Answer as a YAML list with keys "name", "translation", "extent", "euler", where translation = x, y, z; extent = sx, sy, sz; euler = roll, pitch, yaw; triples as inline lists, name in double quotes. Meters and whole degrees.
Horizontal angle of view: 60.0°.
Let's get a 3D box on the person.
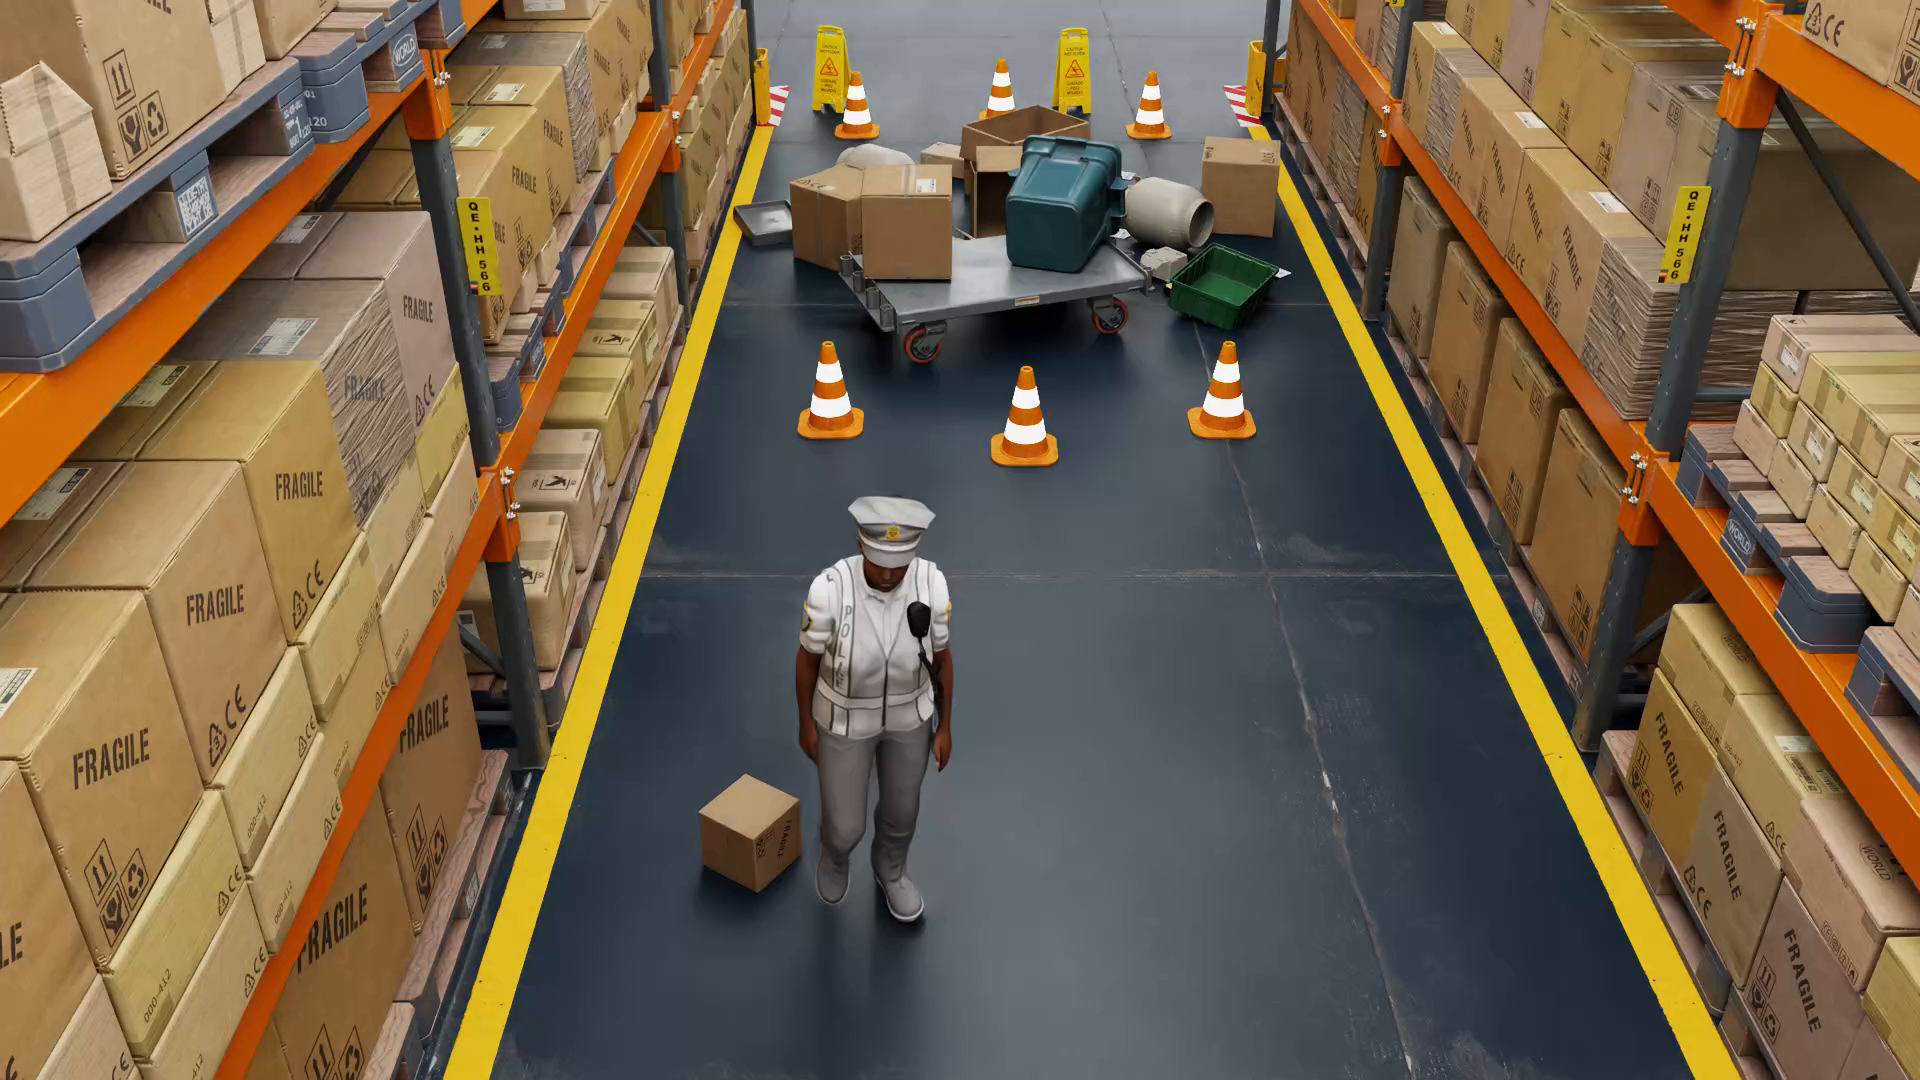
- name: "person"
  translation: [-0.269, 0.548, 5.205]
  extent: [0.476, 1.654, 0.494]
  euler: [-9, 33, -14]
